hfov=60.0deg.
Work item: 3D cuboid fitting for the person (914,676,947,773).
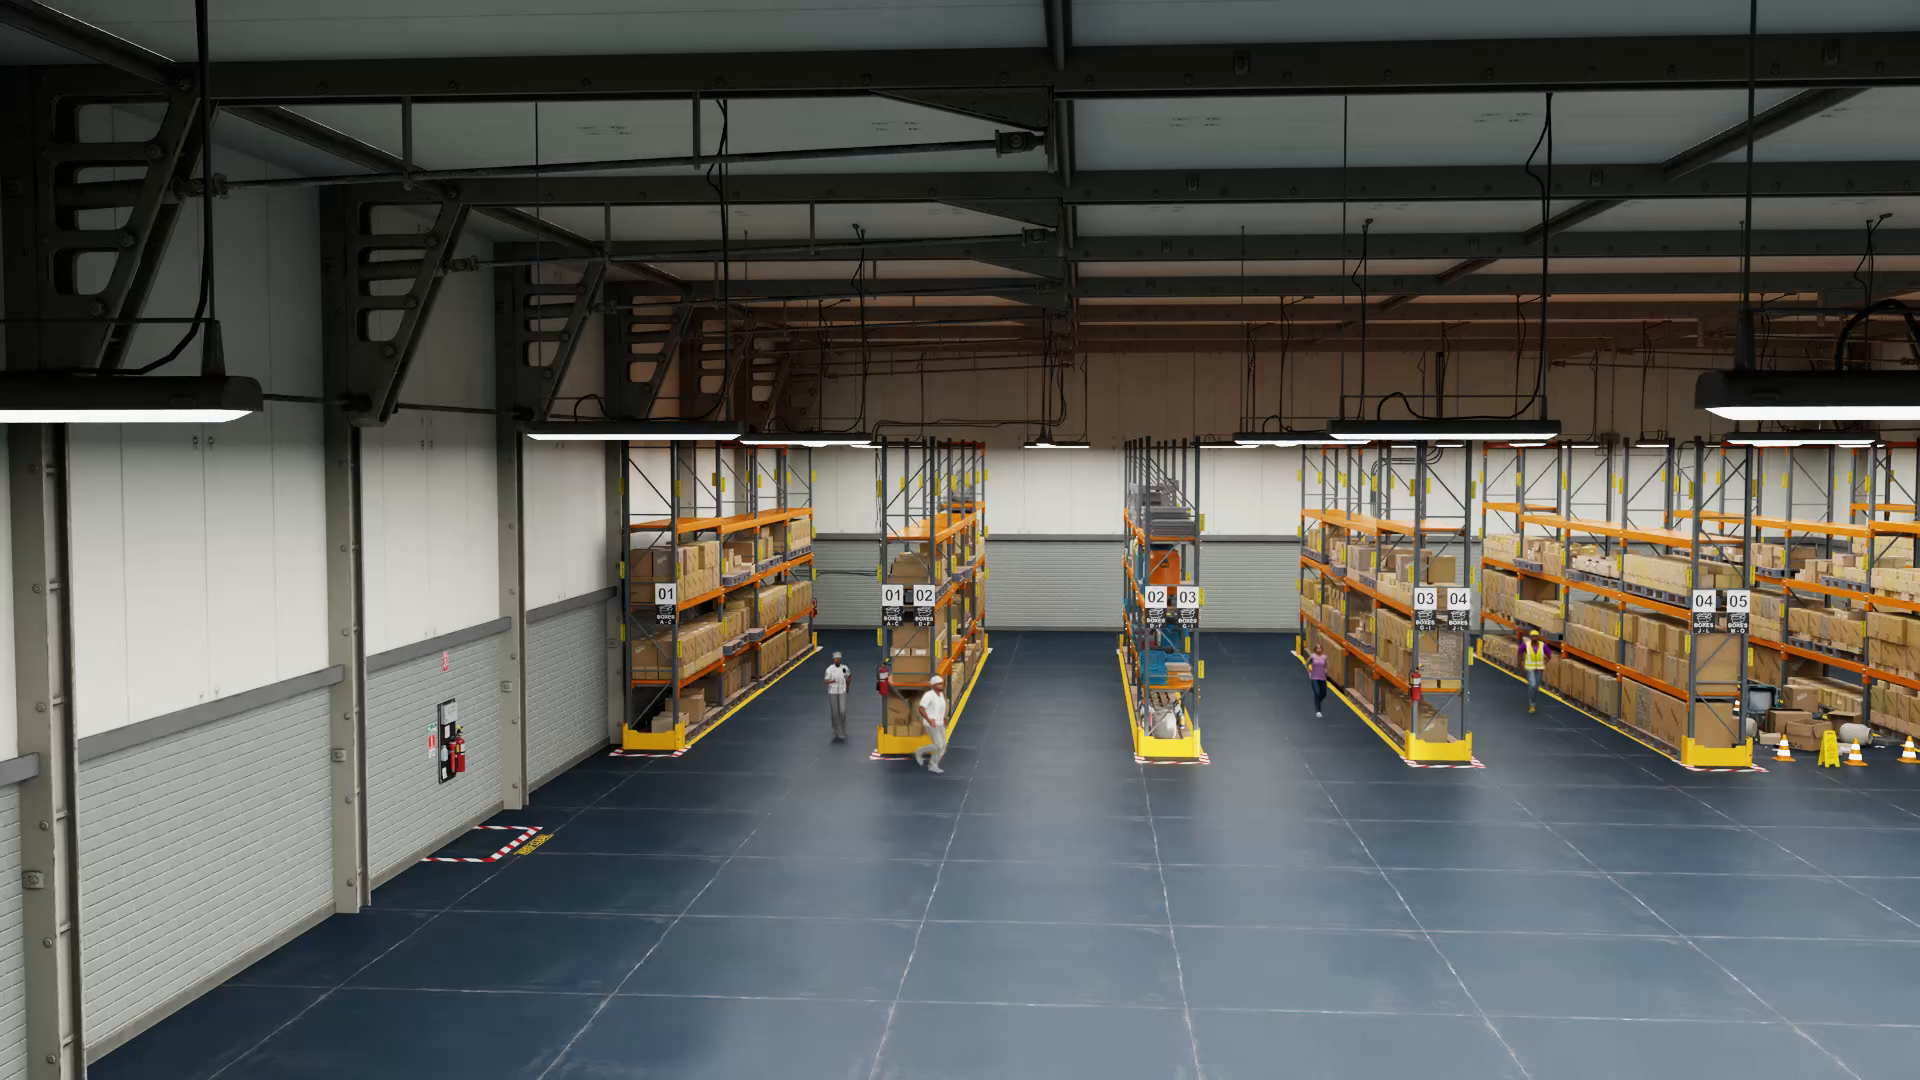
[{"bbox_3d":[-0.523,3.283,29.709,0.575,1.730,0.694,1,3,24],"label":"person"}]

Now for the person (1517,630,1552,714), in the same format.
[{"bbox_3d":[12.674,2.870,36.656,0.691,1.800,0.836,0,3,5],"label":"person"}]

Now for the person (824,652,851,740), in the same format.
[{"bbox_3d":[-2.435,3.105,33.217,0.556,1.747,0.714,0,3,-6],"label":"person"}]

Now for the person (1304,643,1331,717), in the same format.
[{"bbox_3d":[7.738,3.015,35.973,0.546,1.561,0.743,0,3,1],"label":"person"}]

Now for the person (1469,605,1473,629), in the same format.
[{"bbox_3d":[14.359,2.351,47.506,0.528,1.669,0.783,-1,3,-13],"label":"person"}]
